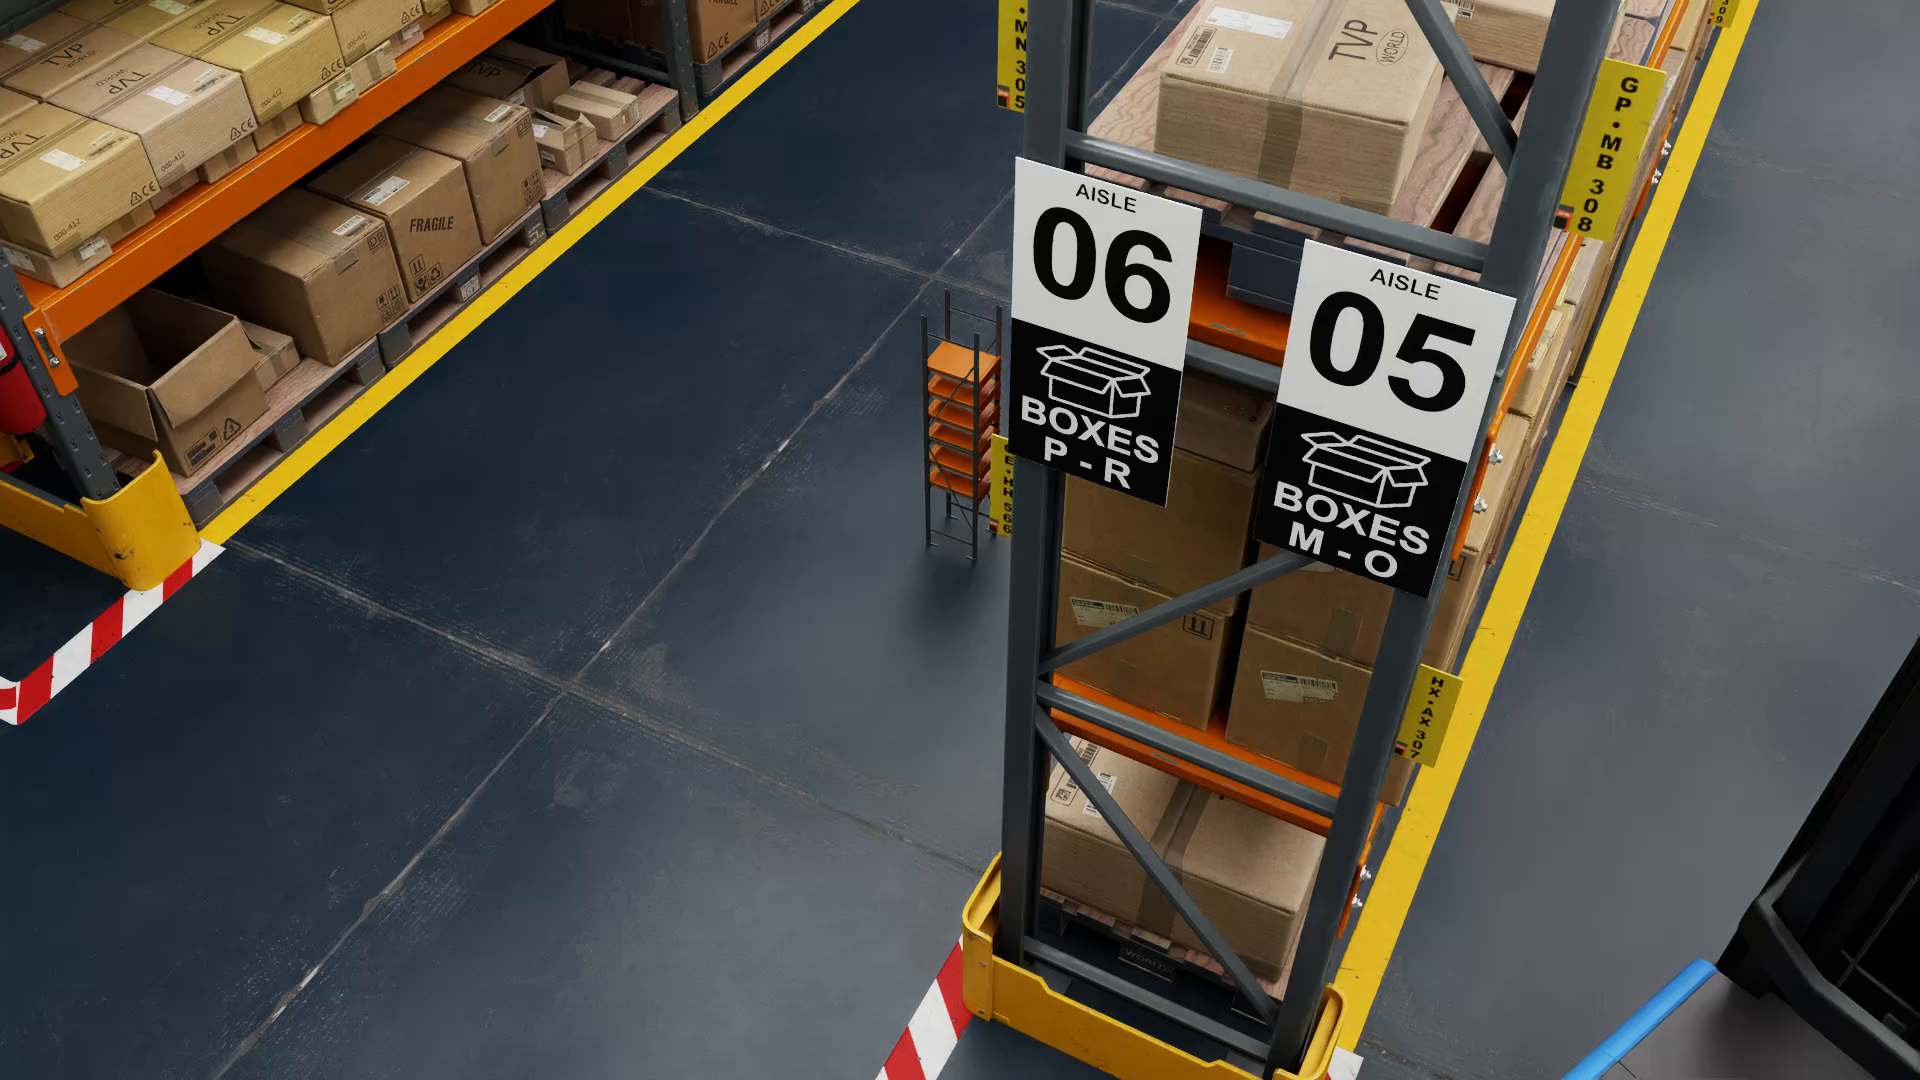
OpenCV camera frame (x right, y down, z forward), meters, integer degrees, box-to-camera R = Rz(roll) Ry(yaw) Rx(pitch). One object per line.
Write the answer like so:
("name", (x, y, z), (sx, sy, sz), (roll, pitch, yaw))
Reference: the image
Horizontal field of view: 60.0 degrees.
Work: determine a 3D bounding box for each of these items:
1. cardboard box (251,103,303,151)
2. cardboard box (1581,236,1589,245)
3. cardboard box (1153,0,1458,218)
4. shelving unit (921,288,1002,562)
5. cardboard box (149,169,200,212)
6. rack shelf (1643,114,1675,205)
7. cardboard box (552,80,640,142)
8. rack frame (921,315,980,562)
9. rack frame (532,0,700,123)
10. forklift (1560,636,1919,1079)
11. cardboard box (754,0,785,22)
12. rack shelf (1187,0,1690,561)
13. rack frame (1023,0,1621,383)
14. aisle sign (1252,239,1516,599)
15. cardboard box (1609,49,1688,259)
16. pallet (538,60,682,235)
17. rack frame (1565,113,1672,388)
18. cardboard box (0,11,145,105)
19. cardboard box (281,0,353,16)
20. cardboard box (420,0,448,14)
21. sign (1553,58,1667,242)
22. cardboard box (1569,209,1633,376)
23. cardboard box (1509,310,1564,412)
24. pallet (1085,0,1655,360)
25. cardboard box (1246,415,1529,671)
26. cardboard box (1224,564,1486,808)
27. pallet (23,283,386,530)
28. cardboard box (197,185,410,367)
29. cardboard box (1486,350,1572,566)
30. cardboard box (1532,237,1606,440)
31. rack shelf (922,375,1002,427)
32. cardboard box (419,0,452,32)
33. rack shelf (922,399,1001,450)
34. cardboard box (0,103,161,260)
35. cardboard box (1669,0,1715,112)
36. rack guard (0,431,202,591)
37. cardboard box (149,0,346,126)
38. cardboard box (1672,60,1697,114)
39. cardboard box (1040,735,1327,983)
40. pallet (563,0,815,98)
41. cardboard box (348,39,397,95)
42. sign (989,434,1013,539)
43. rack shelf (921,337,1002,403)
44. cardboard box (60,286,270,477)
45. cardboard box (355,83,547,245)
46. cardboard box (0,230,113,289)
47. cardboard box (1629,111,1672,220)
("cardboard box", (-2.951, -1.770, 6.846), (0.380, 0.149, 0.250), (21, 49, 20))
("cardboard box", (1.619, -1.003, 4.683), (0.380, 0.149, 0.250), (21, 49, 19))
("cardboard box", (0.723, -0.942, 3.483), (0.500, 0.250, 0.500), (16, 48, 15))
("shelving unit", (0.007, -0.431, 6.612), (0.258, 1.200, 0.189), (20, 49, 19))
("cardboard box", (-3.241, -1.461, 6.542), (0.380, 0.149, 0.250), (20, 49, 19))
("rack shelf", (3.379, -2.971, 8.363), (1.077, 0.370, 4.000), (20, 49, 19))
("cardboard box", (-1.946, -2.298, 8.901), (0.380, 0.149, 0.250), (19, 48, 18))
("rack frame", (-0.036, -0.373, 6.555), (0.240, 1.200, 0.006), (20, 49, 19))
("rack frame", (-1.948, -3.601, 8.479), (1.000, 3.000, 0.127), (20, 49, 19))
("forklift", (2.846, 0.802, 4.177), (3.031, 2.935, 1.130), (-29, 52, -25))
("cardboard box", (-1.285, -3.439, 9.782), (0.500, 0.500, 0.500), (20, 49, 19))
("rack shelf", (1.522, -1.506, 4.806), (1.077, 0.370, 4.000), (20, 49, 19))
("rack frame", (0.594, -1.553, 2.238), (1.000, 3.000, 0.127), (20, 49, 19))
("aisle sign", (0.817, -0.217, 3.308), (0.394, 0.787, 0.004), (20, 49, 19))
("cardboard box", (2.005, -1.321, 5.454), (0.500, 0.500, 0.500), (21, 49, 20))
("pallet", (-2.267, -2.188, 9.044), (1.003, 0.211, 1.213), (20, 49, 19))
("rack frame", (2.451, -1.964, 6.862), (1.000, 3.000, 0.127), (20, 49, 19))
("cardboard box", (-3.586, -1.834, 6.630), (0.500, 0.250, 0.500), (21, 49, 19))
("cardboard box", (-2.659, -2.538, 6.798), (0.500, 0.500, 0.500), (22, 49, 20))
("cardboard box", (-2.431, -2.621, 7.407), (0.500, 0.250, 0.500), (20, 49, 19))
("sign", (1.082, -0.647, 2.781), (0.100, 0.325, 0.005), (20, 49, 19))
("cardboard box", (2.007, -0.975, 5.814), (0.500, 0.500, 0.500), (20, 49, 18))
("cardboard box", (1.285, -0.506, 4.191), (0.380, 0.149, 0.250), (22, 49, 20))
("pallet", (0.929, -0.938, 3.802), (1.003, 0.211, 1.213), (20, 49, 19))
("cardboard box", (1.069, -0.039, 4.186), (0.500, 0.500, 0.500), (19, 48, 18))
("cardboard box", (1.071, 0.313, 4.541), (0.500, 0.500, 0.500), (20, 49, 19))
("pallet", (-3.400, -0.651, 7.525), (1.003, 0.211, 1.213), (20, 49, 19))
("cardboard box", (-3.005, -1.229, 7.598), (0.700, 0.500, 0.500), (22, 49, 21))
("cardboard box", (1.533, -0.329, 5.176), (0.500, 0.500, 0.500), (20, 49, 19))
("cardboard box", (1.535, -0.694, 4.833), (0.500, 0.500, 0.500), (20, 49, 19))
("rack shelf", (0.007, -0.568, 6.473), (0.258, 0.103, 0.180), (20, 49, 19))
("cardboard box", (-2.531, -2.433, 7.502), (0.380, 0.149, 0.250), (21, 49, 20))
("rack shelf", (0.007, -0.484, 6.558), (0.258, 0.103, 0.180), (20, 49, 19))
("cardboard box", (-3.355, -1.329, 6.131), (0.500, 0.250, 0.500), (21, 49, 19))
("cardboard box", (2.476, -1.962, 6.087), (0.500, 0.500, 0.500), (20, 49, 19))
("rack guard", (-3.769, -0.250, 6.925), (1.175, 0.500, 0.348), (20, 49, 19))
("cardboard box", (-2.889, -1.967, 6.762), (0.500, 0.250, 0.500), (20, 49, 18))
("cardboard box", (2.889, -2.101, 7.103), (0.500, 0.250, 0.500), (19, 48, 18))
("cardboard box", (0.811, 0.860, 5.577), (0.875, 0.438, 0.875), (19, 48, 18))
("pallet", (-1.604, -3.145, 9.990), (1.003, 0.211, 1.213), (20, 49, 19))
("cardboard box", (-2.663, -2.077, 7.150), (0.380, 0.149, 0.250), (22, 49, 20))
("sign", (0.120, -0.122, 4.061), (0.100, 0.325, 0.005), (20, 49, 19))
("rack shelf", (0.007, -0.653, 6.388), (0.258, 0.103, 0.180), (20, 49, 19))
("cardboard box", (-3.437, -0.705, 7.077), (0.797, 0.503, 0.637), (19, 48, 18))
("cardboard box", (-2.523, -1.883, 8.244), (0.700, 0.500, 0.500), (19, 48, 18))
("cardboard box", (-3.409, -1.109, 6.193), (0.380, 0.149, 0.250), (20, 49, 19))
("cardboard box", (2.462, -1.623, 6.454), (0.500, 0.500, 0.500), (21, 49, 19))
